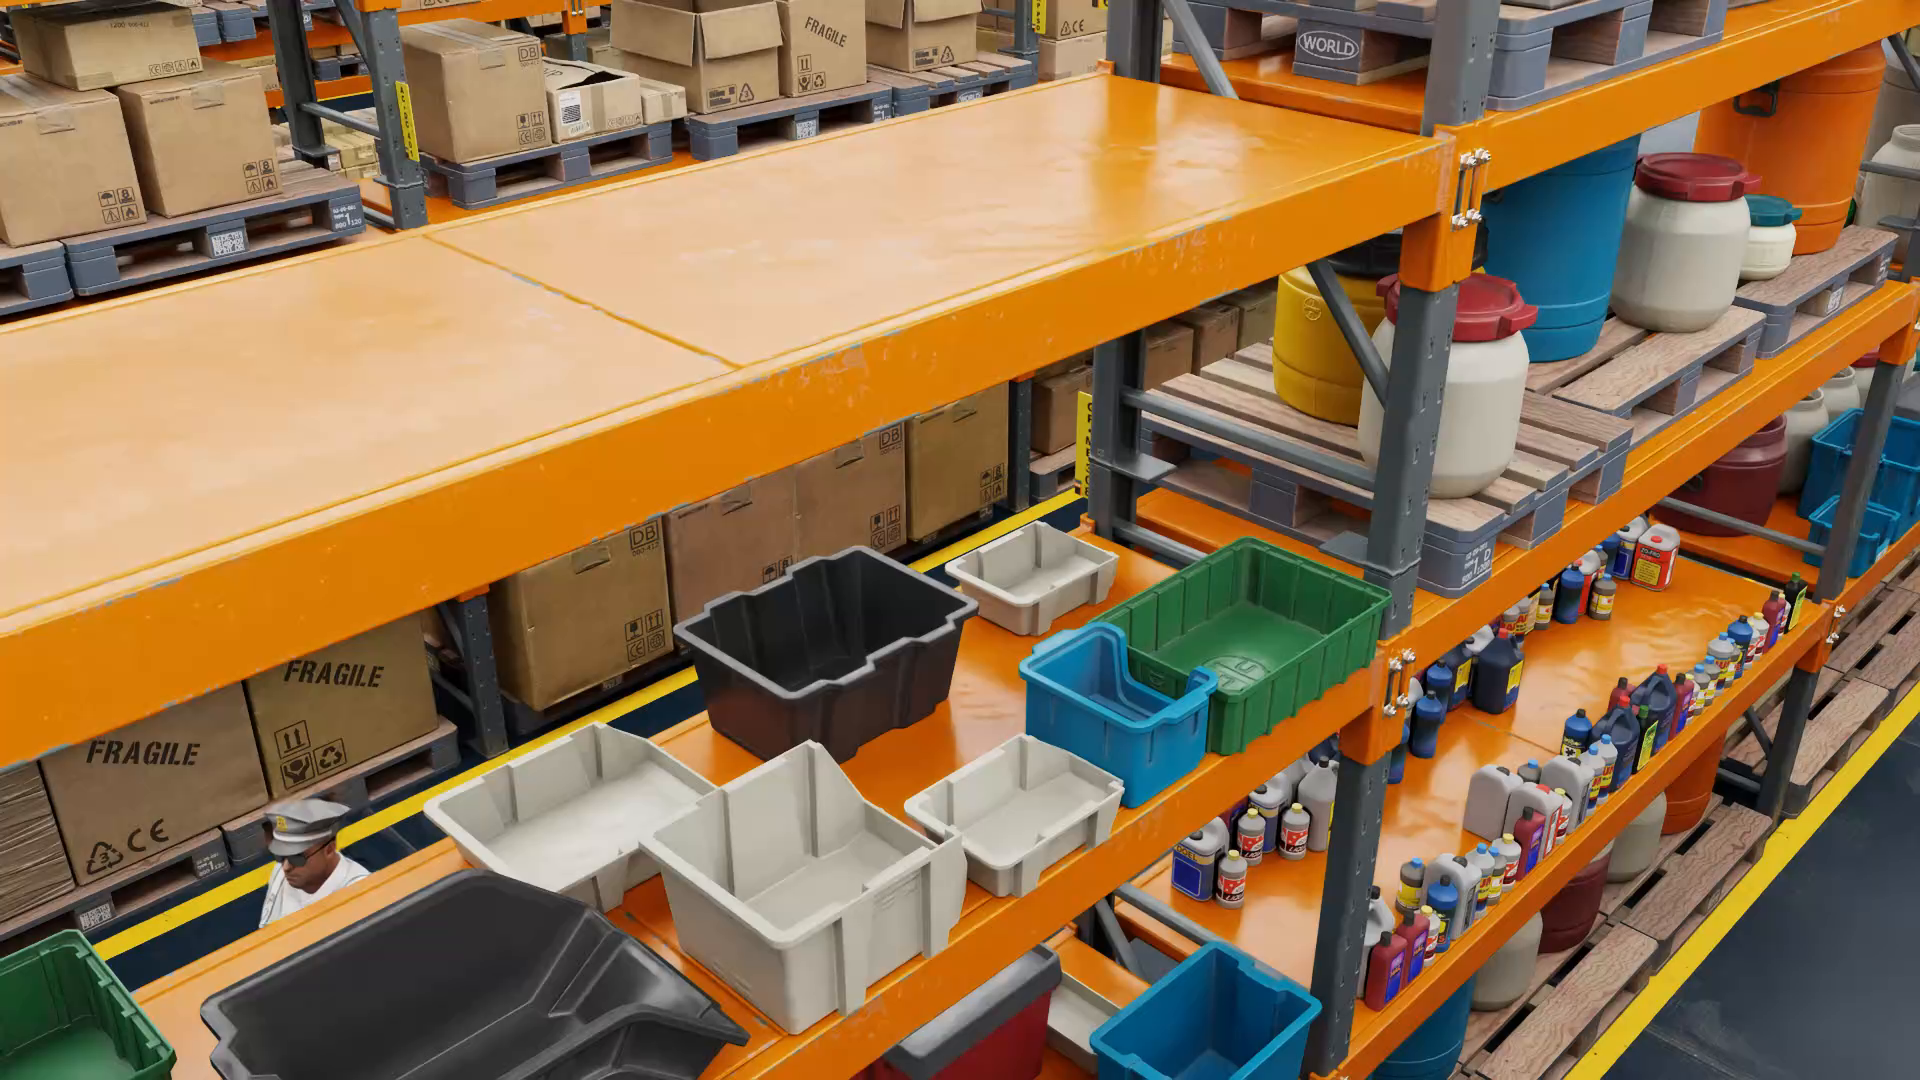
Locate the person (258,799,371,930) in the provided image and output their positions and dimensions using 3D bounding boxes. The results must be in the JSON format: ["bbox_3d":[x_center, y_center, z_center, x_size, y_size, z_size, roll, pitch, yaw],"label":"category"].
[{"bbox_3d":[-2.143,1.666,5.681,0.546,1.802,0.465,15,31,27],"label":"person"}]
